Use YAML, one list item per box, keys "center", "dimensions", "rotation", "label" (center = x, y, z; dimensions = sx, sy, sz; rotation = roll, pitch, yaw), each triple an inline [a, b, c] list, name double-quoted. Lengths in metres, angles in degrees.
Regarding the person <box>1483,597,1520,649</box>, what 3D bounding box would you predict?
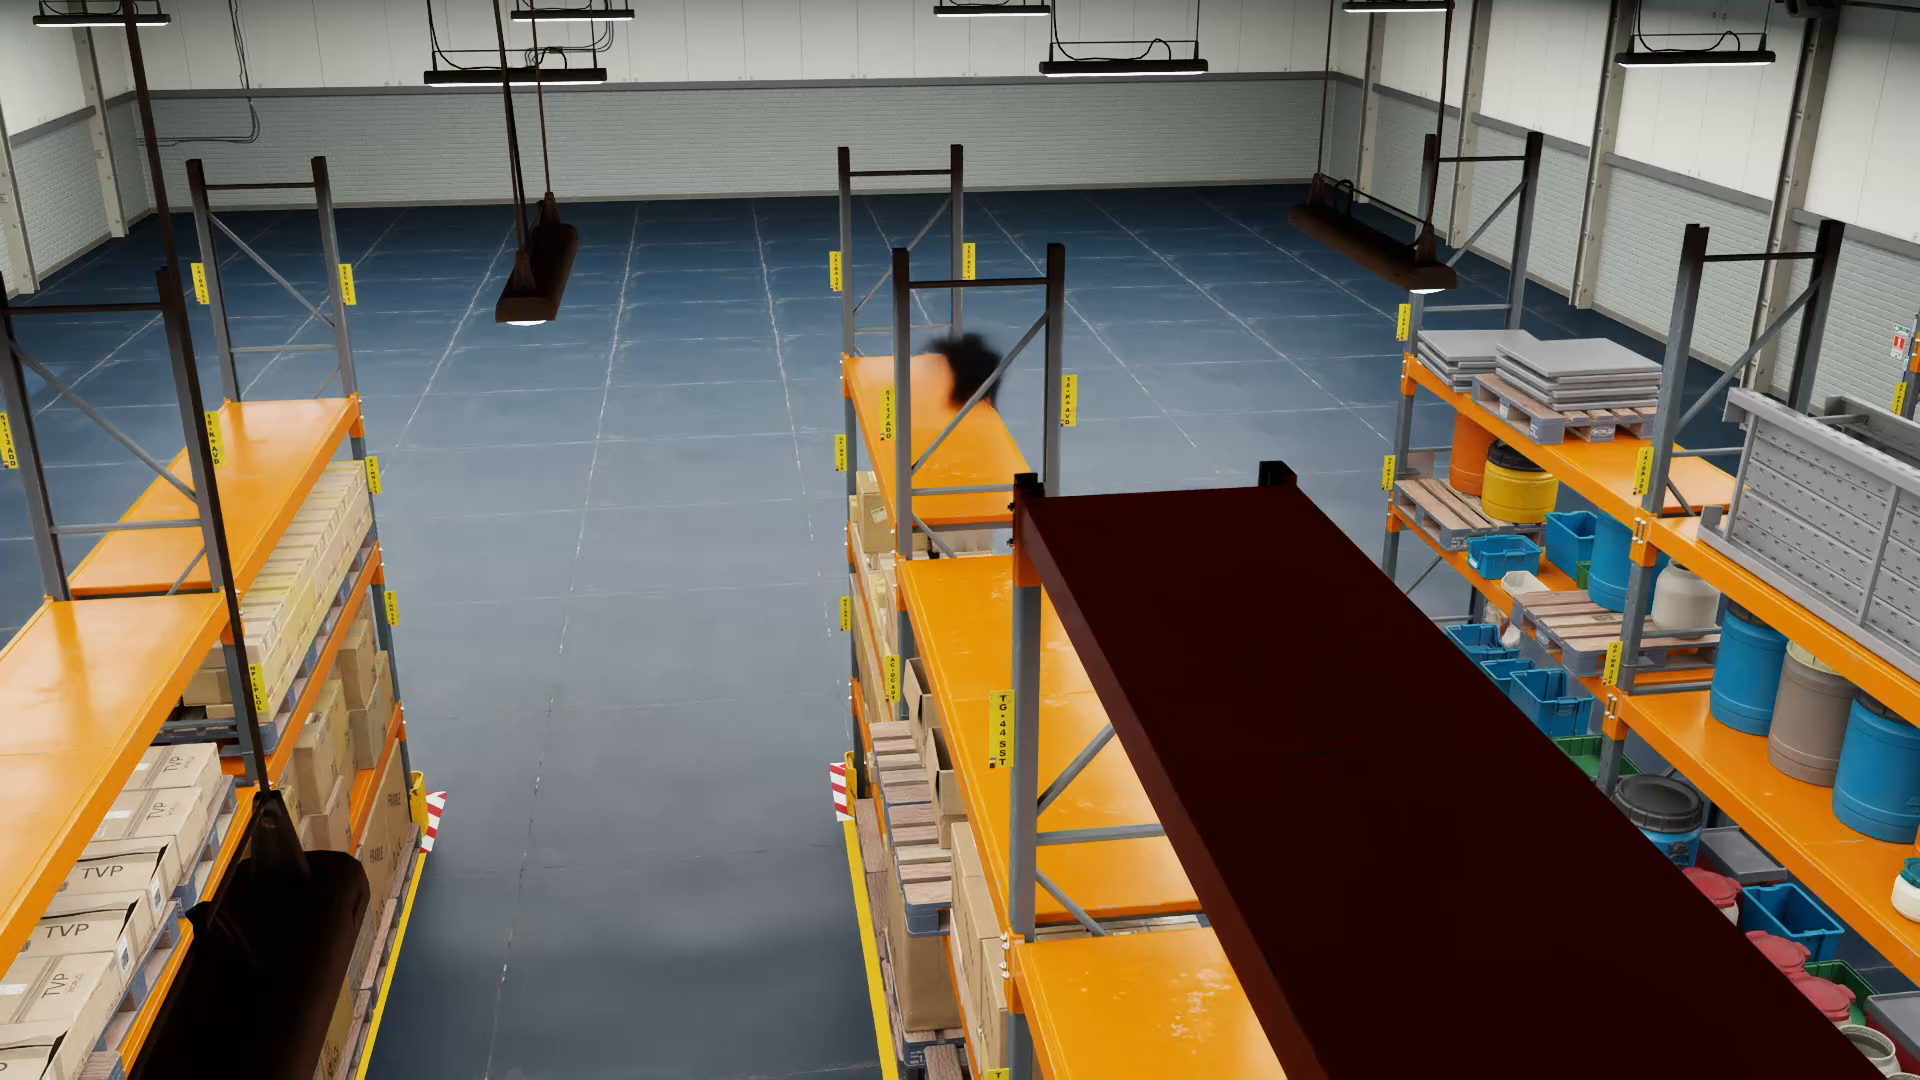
- center: [5.557, 1.057, 16.784]
  dimensions: [0.666, 1.662, 0.589]
  rotation: [18, 28, 38]
  label: "person"
